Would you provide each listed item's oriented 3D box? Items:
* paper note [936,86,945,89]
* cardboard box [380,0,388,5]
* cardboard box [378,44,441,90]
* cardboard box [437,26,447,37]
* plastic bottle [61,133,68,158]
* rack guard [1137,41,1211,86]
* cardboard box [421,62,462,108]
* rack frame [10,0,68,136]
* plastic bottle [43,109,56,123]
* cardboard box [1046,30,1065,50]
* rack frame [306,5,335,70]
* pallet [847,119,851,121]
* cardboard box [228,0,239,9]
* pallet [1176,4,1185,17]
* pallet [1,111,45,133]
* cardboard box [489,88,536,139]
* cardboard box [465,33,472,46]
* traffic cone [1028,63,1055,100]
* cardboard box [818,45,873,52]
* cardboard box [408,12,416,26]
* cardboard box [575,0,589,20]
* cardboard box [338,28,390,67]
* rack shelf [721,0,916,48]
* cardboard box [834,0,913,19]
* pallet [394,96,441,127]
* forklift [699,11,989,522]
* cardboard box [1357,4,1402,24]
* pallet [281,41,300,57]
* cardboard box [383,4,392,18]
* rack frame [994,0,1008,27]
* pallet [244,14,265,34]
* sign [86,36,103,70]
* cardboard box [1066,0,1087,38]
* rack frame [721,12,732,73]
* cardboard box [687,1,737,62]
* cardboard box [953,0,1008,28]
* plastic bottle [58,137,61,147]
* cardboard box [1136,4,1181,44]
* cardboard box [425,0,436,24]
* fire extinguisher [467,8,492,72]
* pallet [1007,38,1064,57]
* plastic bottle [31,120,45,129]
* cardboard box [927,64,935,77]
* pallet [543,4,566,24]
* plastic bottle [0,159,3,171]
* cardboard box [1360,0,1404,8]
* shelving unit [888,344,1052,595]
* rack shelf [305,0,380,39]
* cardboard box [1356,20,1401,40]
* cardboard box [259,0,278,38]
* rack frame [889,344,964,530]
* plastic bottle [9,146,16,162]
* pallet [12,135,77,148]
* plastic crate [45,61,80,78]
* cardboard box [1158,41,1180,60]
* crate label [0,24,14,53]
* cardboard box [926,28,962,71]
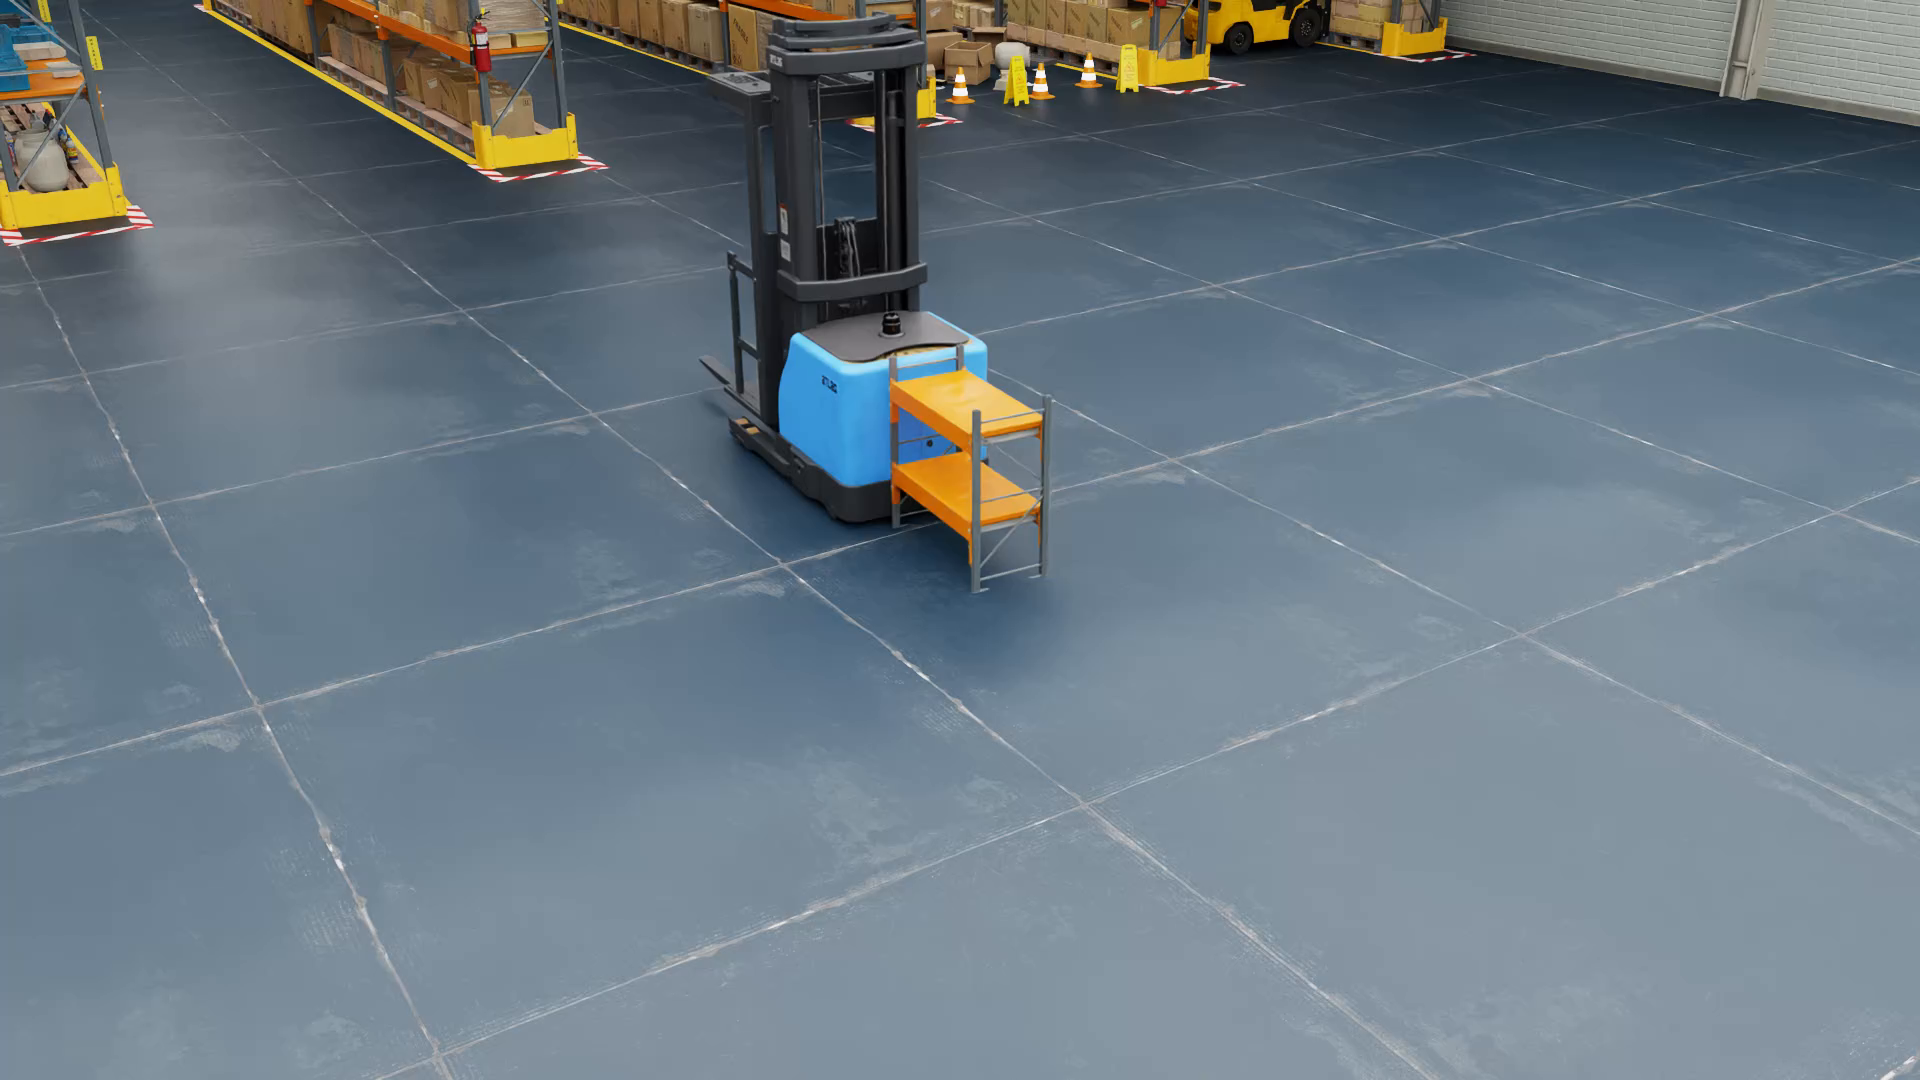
[{"bbox_3d":[-0.303,-6.561,24.114,0.144,0.017,0.142,-6,26,-12],"label":"paper note"},{"bbox_3d":[-7.093,-7.278,21.688,0.875,0.500,0.500,-16,29,-30],"label":"cardboard box"},{"bbox_3d":[-7.604,-6.567,23.059,0.700,0.500,0.500,-18,31,-33],"label":"cardboard box"},{"bbox_3d":[-6.128,-6.226,20.220,0.380,0.149,0.250,-16,29,-30],"label":"cardboard box"},{"bbox_3d":[-10.169,-4.497,18.944,0.097,0.271,0.097,0,25,0],"label":"plastic bottle"},{"bbox_3d":[3.158,-7.049,24.596,1.175,0.500,0.348,-16,29,-30],"label":"rack guard"},{"bbox_3d":[-6.783,-5.978,21.835,0.500,0.500,0.500,-6,26,-13],"label":"cardboard box"},{"bbox_3d":[-11.437,-6.119,19.699,1.000,3.000,0.127,-16,29,-30],"label":"rack frame"},{"bbox_3d":[-10.844,-4.957,19.825,0.144,0.351,0.185,-16,30,-31],"label":"plastic bottle"},{"bbox_3d":[1.705,-7.878,26.153,0.500,0.250,0.500,-16,30,-30],"label":"cardboard box"},{"bbox_3d":[-9.470,-8.704,25.175,1.000,3.000,0.127,-16,29,-30],"label":"rack frame"},{"bbox_3d":[-1.394,-5.969,22.648,1.003,0.211,1.213,-16,29,-30],"label":"pallet"},{"bbox_3d":[-12.924,-10.259,30.465,0.875,0.875,0.875,-16,29,-30],"label":"cardboard box"},{"bbox_3d":[4.738,-9.735,30.623,1.003,0.211,1.213,-16,29,-30],"label":"pallet"},{"bbox_3d":[-11.898,-5.130,20.870,1.003,0.211,1.213,-16,29,-30],"label":"pallet"},{"bbox_3d":[-5.430,-5.130,20.039,0.500,0.500,0.500,-10,27,-20],"label":"cardboard box"},{"bbox_3d":[-5.568,-5.873,19.471,0.380,0.149,0.250,-16,29,-30],"label":"cardboard box"},{"bbox_3d":[1.140,-6.478,23.430,0.336,0.463,0.334,-16,29,-30],"label":"traffic cone"},{"bbox_3d":[-1.318,-6.419,22.330,0.875,0.875,0.875,-15,29,-29],"label":"cardboard box"},{"bbox_3d":[-6.718,-6.572,20.951,0.380,0.149,0.250,-16,29,-30],"label":"cardboard box"},{"bbox_3d":[-6.420,-9.430,29.148,0.500,0.500,0.500,-17,30,-32],"label":"cardboard box"},{"bbox_3d":[-8.774,-7.342,24.702,0.700,0.500,0.500,-18,31,-34],"label":"cardboard box"},{"bbox_3d":[-1.984,-7.353,23.154,1.077,0.370,4.000,-16,29,-30],"label":"rack shelf"},{"bbox_3d":[-1.133,-7.153,21.712,0.875,0.550,0.550,-16,29,-30],"label":"cardboard box"},{"bbox_3d":[-6.891,-5.781,22.248,1.003,0.211,1.213,-16,29,-30],"label":"pallet"},{"bbox_3d":[-0.967,-2.026,11.109,1.130,2.935,3.031,-13,28,-26],"label":"forklift"},{"bbox_3d":[6.829,-8.584,27.064,0.500,0.250,0.500,-16,30,-30],"label":"cardboard box"},{"bbox_3d":[-10.500,-8.179,27.328,1.003,0.211,1.213,-16,29,-30],"label":"pallet"},{"bbox_3d":[-7.296,-6.920,21.690,0.380,0.149,0.250,-16,29,-30],"label":"cardboard box"},{"bbox_3d":[1.016,-9.583,27.036,1.000,3.000,0.127,-16,29,-30],"label":"rack frame"},{"bbox_3d":[-12.004,-9.164,29.415,1.003,0.211,1.213,-16,29,-30],"label":"pallet"},{"bbox_3d":[-8.790,-4.940,16.877,0.100,0.325,0.005,-16,29,-30],"label":"sign"},{"bbox_3d":[1.987,-8.032,25.600,0.500,0.500,0.500,-16,30,-31],"label":"cardboard box"},{"bbox_3d":[-3.076,-8.393,24.516,1.000,3.000,0.127,-16,29,-30],"label":"rack frame"},{"bbox_3d":[-3.490,-7.767,25.332,1.050,0.750,0.750,-16,29,-30],"label":"cardboard box"},{"bbox_3d":[0.333,-9.028,28.446,0.950,0.372,0.625,-14,28,-26],"label":"cardboard box"},{"bbox_3d":[-10.390,-4.611,19.265,0.097,0.201,0.097,0,25,0],"label":"plastic bottle"},{"bbox_3d":[2.978,-7.799,25.108,0.500,0.500,0.500,-17,30,-31],"label":"cardboard box"},{"bbox_3d":[-5.991,-6.565,20.178,0.875,0.500,0.500,-16,29,-30],"label":"cardboard box"},{"bbox_3d":[-5.427,-5.659,18.815,0.296,0.674,0.183,-16,29,-30],"label":"fire extinguisher"},{"bbox_3d":[1.413,-8.090,27.140,1.003,0.211,1.213,-16,29,-30],"label":"pallet"},{"bbox_3d":[-10.849,-4.811,19.603,0.152,0.276,0.135,-16,29,-30],"label":"plastic bottle"},{"bbox_3d":[-0.594,-6.971,24.706,0.396,0.266,0.258,-10,27,-21],"label":"cardboard box"},{"bbox_3d":[-7.017,-9.716,30.583,1.003,0.211,1.213,-16,29,-30],"label":"pallet"},{"bbox_3d":[-10.623,-4.177,18.347,0.097,0.201,0.097,0,25,0],"label":"plastic bottle"},{"bbox_3d":[6.844,-8.801,26.937,0.500,0.250,0.500,-14,29,-28],"label":"cardboard box"},{"bbox_3d":[0.045,-0.441,9.866,0.538,1.125,1.048,-13,28,-26],"label":"shelving unit"},{"bbox_3d":[-8.379,-7.664,23.813,1.077,0.370,4.000,-16,29,-30],"label":"rack shelf"},{"bbox_3d":[6.835,-8.351,27.156,0.500,0.250,0.500,-15,29,-29],"label":"cardboard box"},{"bbox_3d":[-10.799,-8.820,27.417,1.225,0.875,0.875,-17,30,-31],"label":"cardboard box"},{"bbox_3d":[-0.200,-0.631,10.268,0.500,1.125,0.032,-13,28,-26],"label":"rack frame"},{"bbox_3d":[-10.719,-4.359,18.732,0.097,0.201,0.097,0,25,0],"label":"plastic bottle"},{"bbox_3d":[-11.105,-4.608,19.765,1.003,0.211,1.213,-16,29,-30],"label":"pallet"},{"bbox_3d":[-9.472,-4.964,17.561,0.298,0.136,0.250,-16,29,-30],"label":"plastic crate"},{"bbox_3d":[2.991,-7.452,25.250,0.500,0.250,0.500,-16,30,-30],"label":"cardboard box"},{"bbox_3d":[-10.484,-5.300,17.922,0.502,0.435,0.616,-16,29,-30],"label":"crate label"},{"bbox_3d":[-0.398,-7.456,25.295,0.797,0.637,0.503,-16,29,-30],"label":"cardboard box"}]
